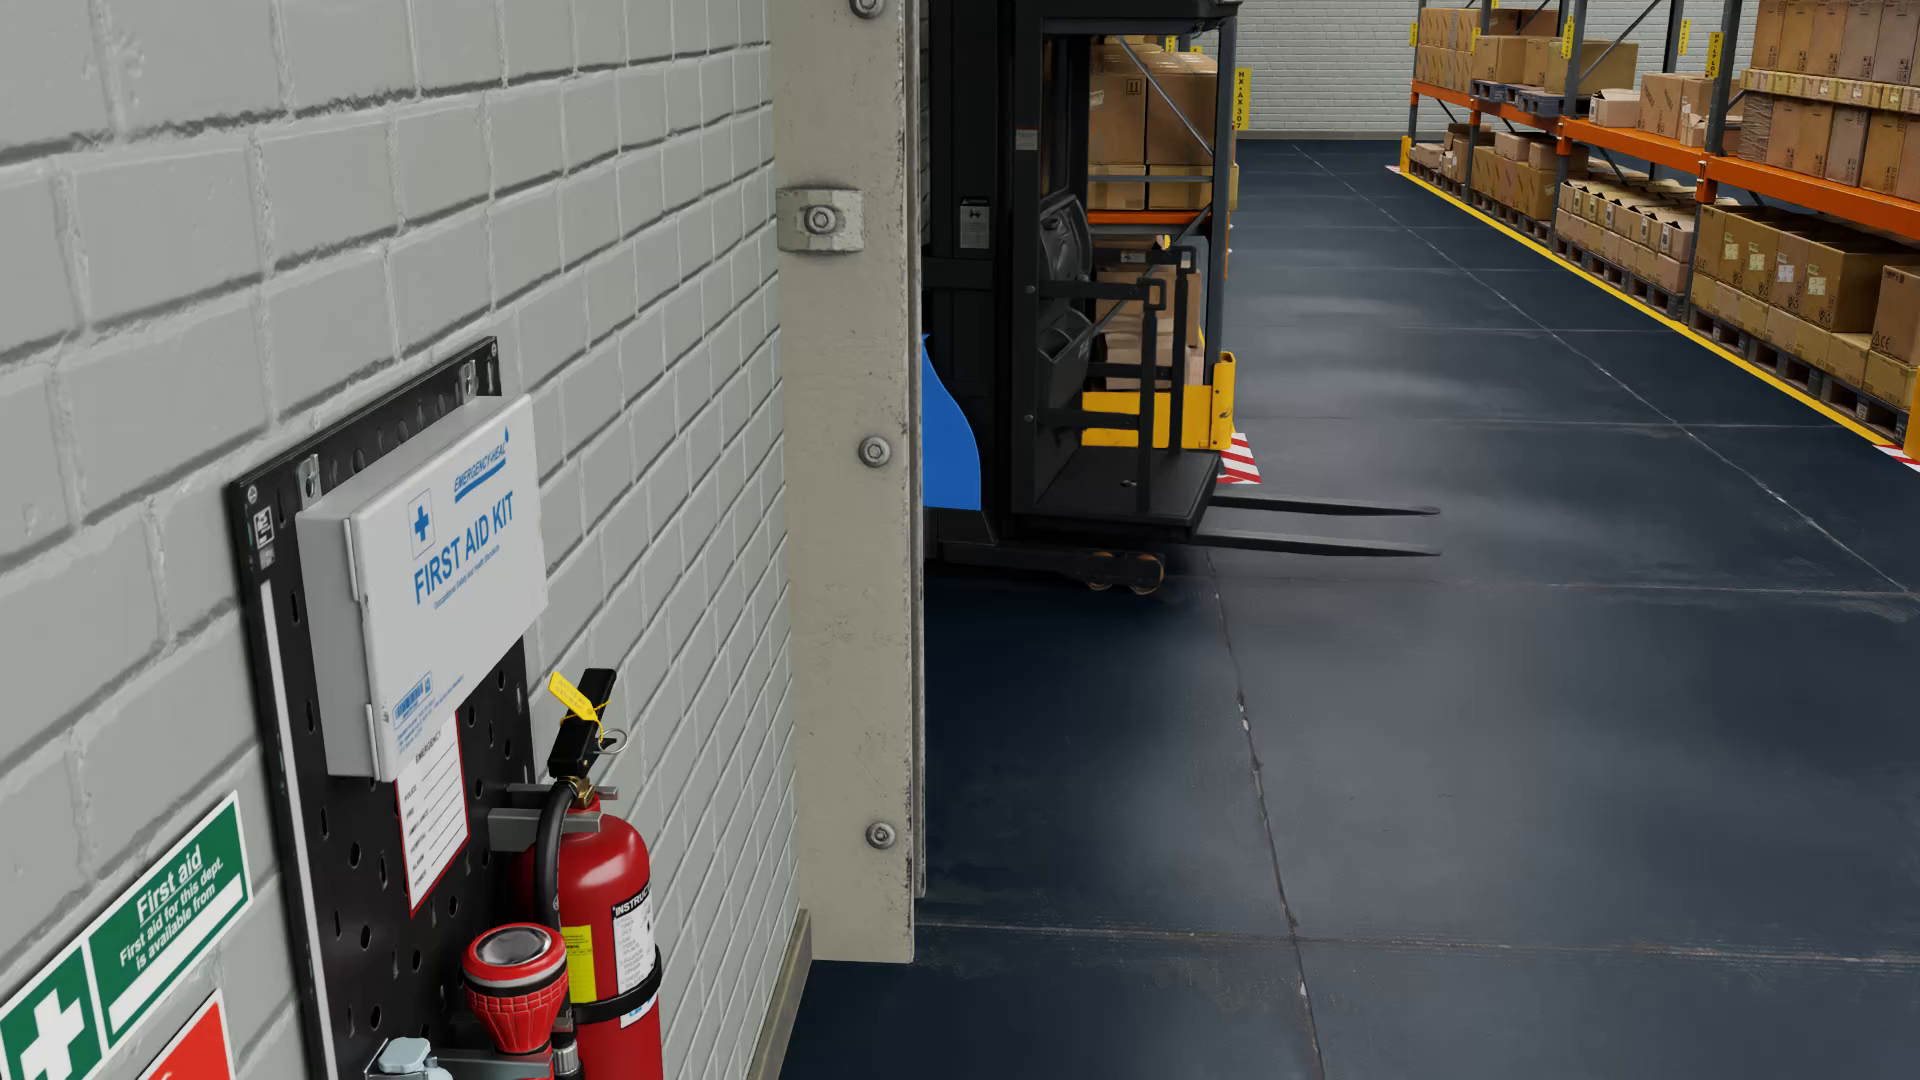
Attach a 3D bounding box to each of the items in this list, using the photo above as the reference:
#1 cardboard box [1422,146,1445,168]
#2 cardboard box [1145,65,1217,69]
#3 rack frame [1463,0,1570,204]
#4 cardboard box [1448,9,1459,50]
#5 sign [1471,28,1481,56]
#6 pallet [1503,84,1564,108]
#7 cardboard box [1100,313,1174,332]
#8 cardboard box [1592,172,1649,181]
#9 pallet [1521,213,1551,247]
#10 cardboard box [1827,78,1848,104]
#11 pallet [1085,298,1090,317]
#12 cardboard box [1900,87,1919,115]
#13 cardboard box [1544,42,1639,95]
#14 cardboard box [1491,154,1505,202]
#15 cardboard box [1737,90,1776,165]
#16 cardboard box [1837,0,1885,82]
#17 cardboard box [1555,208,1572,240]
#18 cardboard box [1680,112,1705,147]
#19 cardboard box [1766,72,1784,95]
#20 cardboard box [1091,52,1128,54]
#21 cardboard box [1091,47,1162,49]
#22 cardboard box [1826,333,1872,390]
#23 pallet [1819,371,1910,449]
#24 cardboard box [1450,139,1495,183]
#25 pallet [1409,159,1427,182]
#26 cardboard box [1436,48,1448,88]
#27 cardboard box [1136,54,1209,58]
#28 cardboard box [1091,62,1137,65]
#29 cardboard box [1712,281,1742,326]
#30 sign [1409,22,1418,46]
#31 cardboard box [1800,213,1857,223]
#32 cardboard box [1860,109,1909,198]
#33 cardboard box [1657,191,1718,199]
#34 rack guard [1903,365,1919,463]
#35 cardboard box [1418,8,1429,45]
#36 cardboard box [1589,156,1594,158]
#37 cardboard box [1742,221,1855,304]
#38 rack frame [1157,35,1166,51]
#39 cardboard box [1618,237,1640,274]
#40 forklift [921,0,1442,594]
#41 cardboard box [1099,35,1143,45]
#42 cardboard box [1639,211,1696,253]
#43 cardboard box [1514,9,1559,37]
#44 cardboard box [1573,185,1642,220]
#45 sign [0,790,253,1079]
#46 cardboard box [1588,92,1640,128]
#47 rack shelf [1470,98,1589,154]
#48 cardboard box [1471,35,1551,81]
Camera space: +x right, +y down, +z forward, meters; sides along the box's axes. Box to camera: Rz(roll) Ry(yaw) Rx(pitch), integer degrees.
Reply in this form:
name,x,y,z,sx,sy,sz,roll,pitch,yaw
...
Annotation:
name,x,y,z,sx,sy,sz,roll,pitch,yaw
cardboard box,6.669,-5.272,22.903,0.500,0.250,0.500,1,18,4
cardboard box,1.354,-2.572,9.959,0.500,0.500,0.500,1,18,4
rack frame,6.776,-5.600,20.196,1.000,3.000,0.127,1,18,4
cardboard box,6.625,-6.601,21.485,0.500,0.500,0.500,1,18,4
sign,6.234,-6.021,20.091,0.100,0.325,0.005,1,18,4
pallet,6.624,-4.871,18.278,1.003,0.211,1.213,1,18,4
cardboard box,1.155,-1.304,10.696,0.500,0.311,0.500,3,18,8
cardboard box,6.807,-3.514,17.137,0.500,0.500,0.500,2,18,6
pallet,6.581,-3.264,17.544,1.003,0.211,1.213,1,18,4
cardboard box,5.883,-2.911,10.787,0.380,0.149,0.250,1,18,3
pallet,1.249,-1.690,12.742,1.003,0.211,1.213,1,18,4
cardboard box,5.809,-2.591,9.809,0.380,0.149,0.250,2,18,5
cardboard box,6.422,-4.803,16.928,0.700,0.500,0.500,-5,19,-15
cardboard box,6.428,-4.155,19.095,0.500,0.500,0.500,2,18,5
cardboard box,6.177,-3.025,12.177,0.700,0.500,0.500,1,18,2
cardboard box,6.069,-3.174,10.548,0.700,0.500,0.500,1,18,4
cardboard box,6.159,-3.094,16.291,0.500,0.250,0.500,1,18,4
cardboard box,6.083,-3.329,13.480,0.396,0.266,0.258,1,18,3
cardboard box,5.956,-3.234,11.773,0.380,0.149,0.250,1,18,2
cardboard box,1.019,-3.378,12.419,0.500,0.500,0.500,1,18,3
cardboard box,1.457,-4.190,15.026,0.700,0.500,0.500,1,18,4
cardboard box,5.684,-1.095,10.188,0.500,0.250,0.500,1,18,4
pallet,5.929,-0.786,9.984,1.003,0.211,1.213,1,18,4
cardboard box,6.534,-4.804,21.076,0.500,0.500,0.500,1,18,4
pallet,7.001,-5.246,23.594,1.003,0.211,1.213,1,18,4
cardboard box,6.660,-6.287,22.131,0.500,0.500,0.500,2,18,5
cardboard box,1.506,-3.210,11.908,0.500,0.500,0.500,1,18,4
cardboard box,0.875,-2.745,10.487,0.500,0.500,0.500,1,18,2
cardboard box,5.826,-1.716,12.084,0.500,0.250,0.500,1,18,4
sign,6.522,-7.266,23.889,0.100,0.325,0.005,1,18,4
cardboard box,6.340,-2.061,11.932,0.500,0.500,0.500,1,18,4
cardboard box,6.036,-2.383,10.216,0.700,0.500,0.500,1,18,4
cardboard box,6.628,-3.031,15.196,0.500,0.311,0.500,1,18,4
rack guard,5.914,-0.678,9.188,1.175,0.500,0.348,1,18,4
cardboard box,6.768,-7.233,23.414,0.500,0.500,0.500,2,18,6
cardboard box,6.947,-4.152,19.086,0.500,0.500,0.500,2,18,5
cardboard box,5.786,-1.917,11.493,0.500,0.500,0.500,1,18,4
rack frame,1.548,-4.467,16.739,1.000,3.000,0.127,1,18,4
cardboard box,6.018,-2.459,14.353,0.500,0.250,0.500,2,18,5
forklift,0.657,-1.343,7.314,3.031,2.935,1.130,5,19,14
cardboard box,1.545,-4.824,15.919,0.380,0.149,0.250,-2,18,-5
cardboard box,5.977,-2.569,13.786,0.500,0.311,0.500,2,18,5
cardboard box,7.091,-6.263,20.452,0.500,0.500,0.500,2,18,5
cardboard box,6.130,-3.198,15.705,0.500,0.311,0.500,1,18,3
sign,-0.617,0.310,1.250,0.001,0.109,0.331,1,18,4
cardboard box,6.232,-4.042,15.584,0.500,0.311,0.500,1,18,3
rack shelf,6.633,-4.637,18.412,1.077,0.370,4.000,1,18,4
cardboard box,6.519,-5.705,19.681,0.700,0.500,0.500,-5,19,-15
